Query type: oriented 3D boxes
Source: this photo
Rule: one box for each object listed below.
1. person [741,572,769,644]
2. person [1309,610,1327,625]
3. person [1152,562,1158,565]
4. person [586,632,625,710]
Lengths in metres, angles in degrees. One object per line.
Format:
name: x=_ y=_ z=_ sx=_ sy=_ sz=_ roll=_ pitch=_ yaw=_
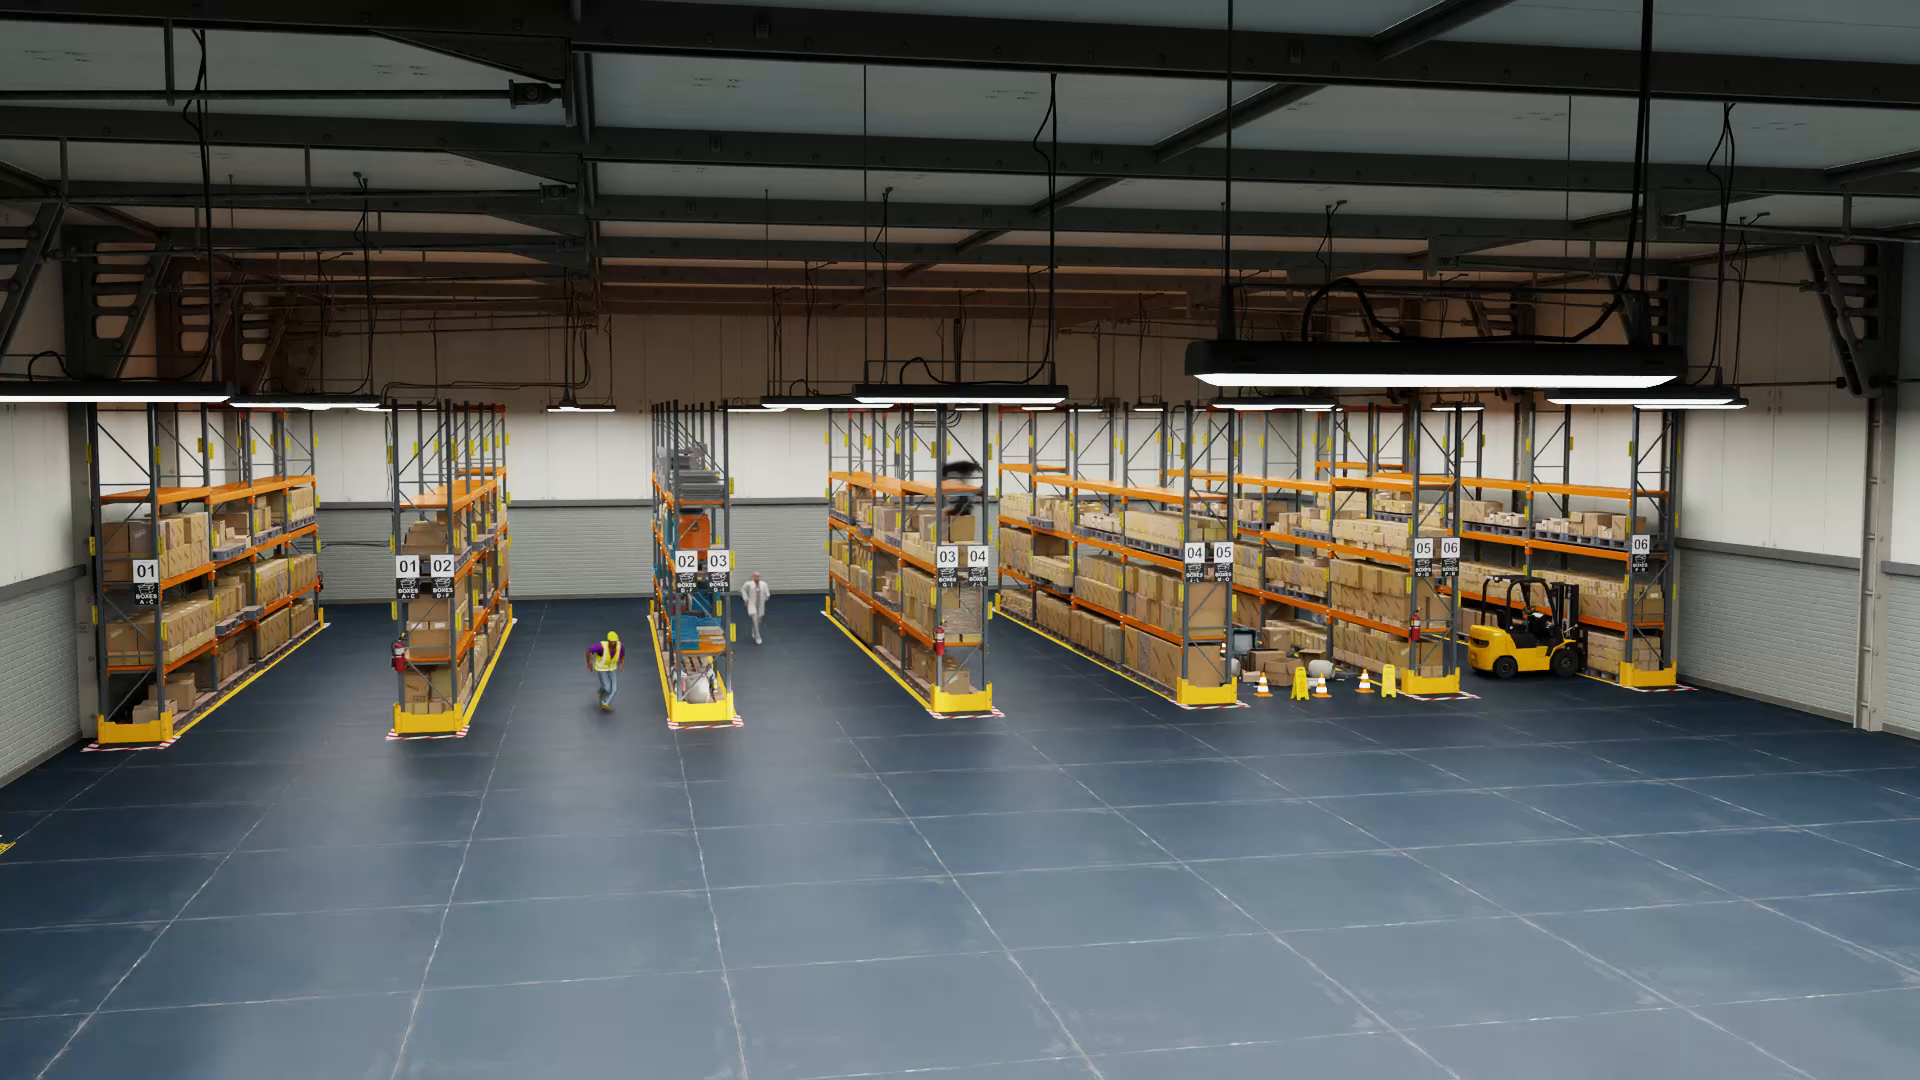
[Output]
person: x=-5.153 y=1.779 z=41.953 sx=0.676 sy=1.585 sz=1.034 roll=-2 pitch=5 yaw=-24
person: x=9.636 y=1.495 z=44.567 sx=0.655 sy=1.757 sz=0.813 roll=-2 pitch=5 yaw=-22
person: x=6.208 y=0.961 z=51.859 sx=0.967 sy=1.647 sz=0.577 roll=-2 pitch=5 yaw=-24
person: x=-6.815 y=2.528 z=32.013 sx=0.737 sy=1.573 sz=0.837 roll=-3 pitch=5 yaw=-32
